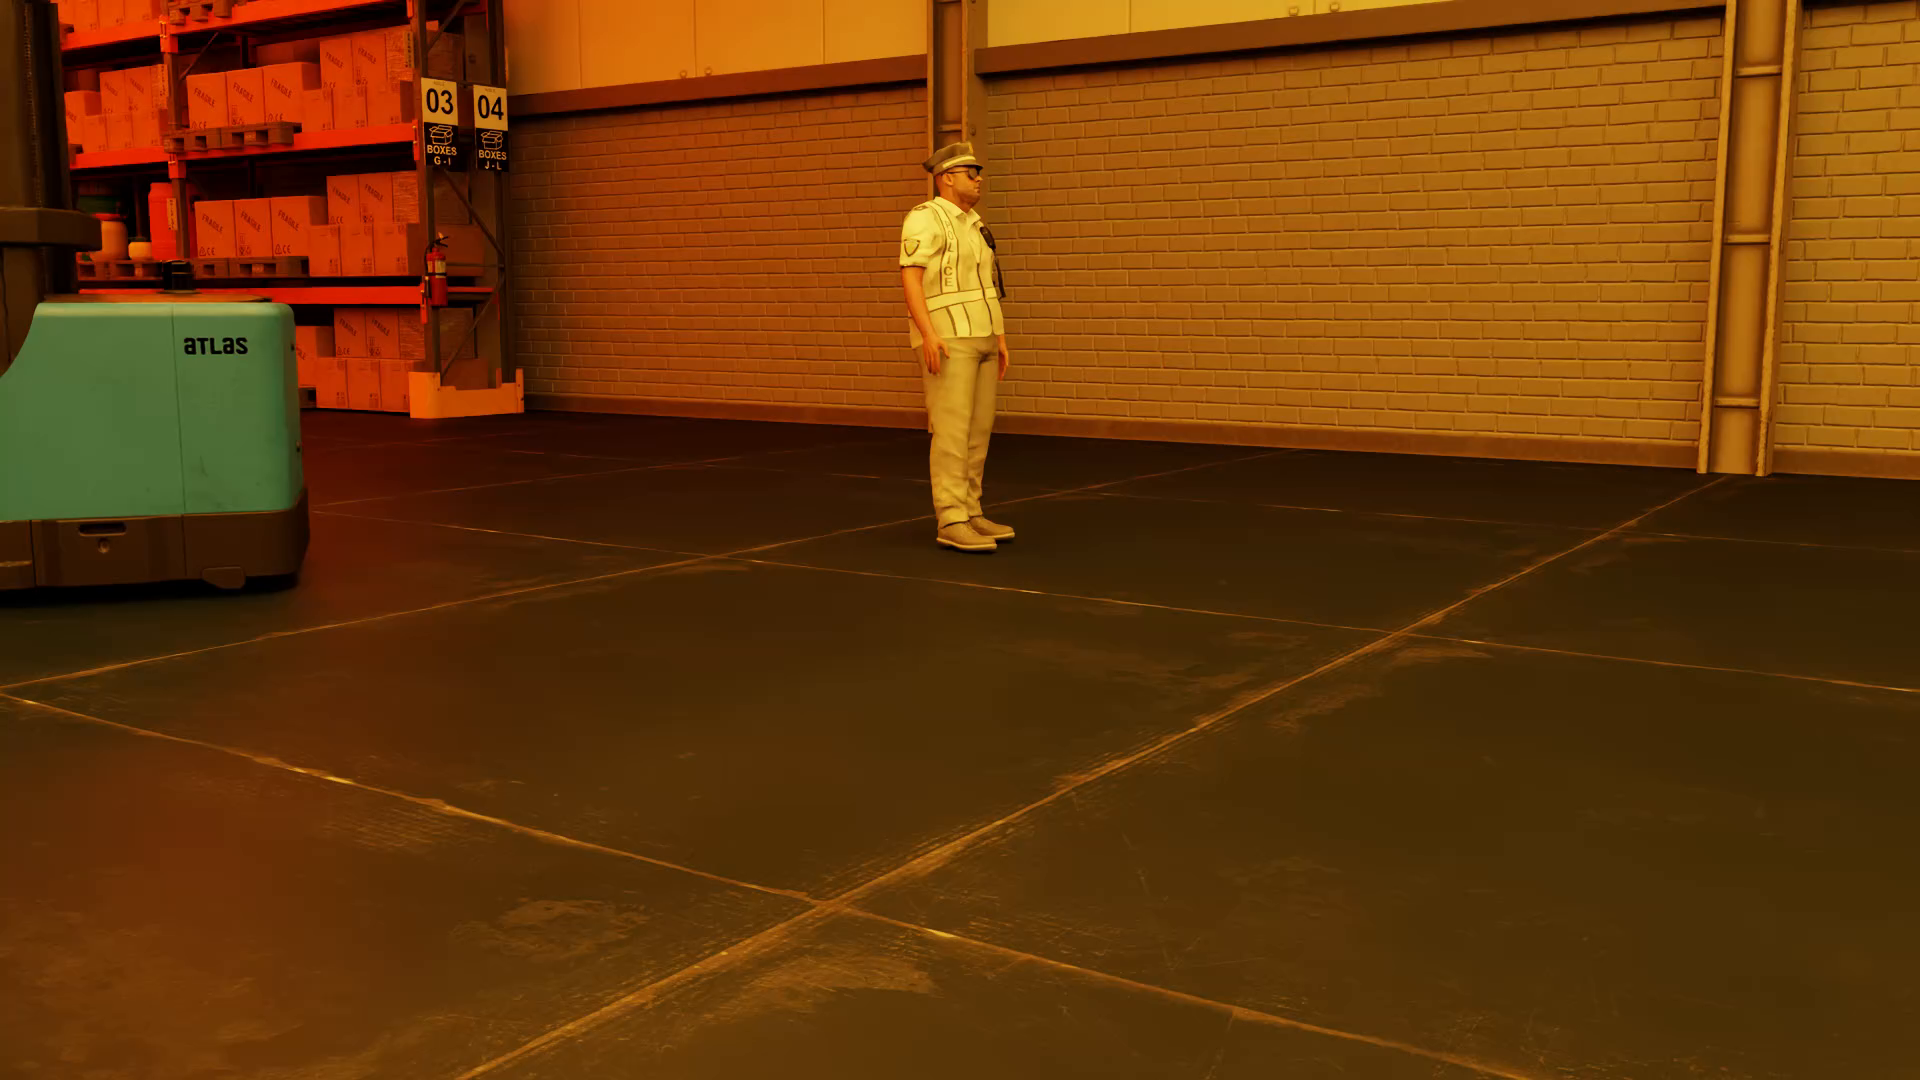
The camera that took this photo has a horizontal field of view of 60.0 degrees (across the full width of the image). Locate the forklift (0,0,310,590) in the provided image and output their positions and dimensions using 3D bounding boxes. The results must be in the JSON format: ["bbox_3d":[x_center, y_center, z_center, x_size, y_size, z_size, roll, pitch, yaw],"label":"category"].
[{"bbox_3d":[-4.066,-1.253,6.003,3.031,2.935,1.130,-3,9,-18],"label":"forklift"}]

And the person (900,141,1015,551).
[{"bbox_3d":[0.057,-0.882,7.424,0.575,1.781,0.640,5,10,34],"label":"person"}]
